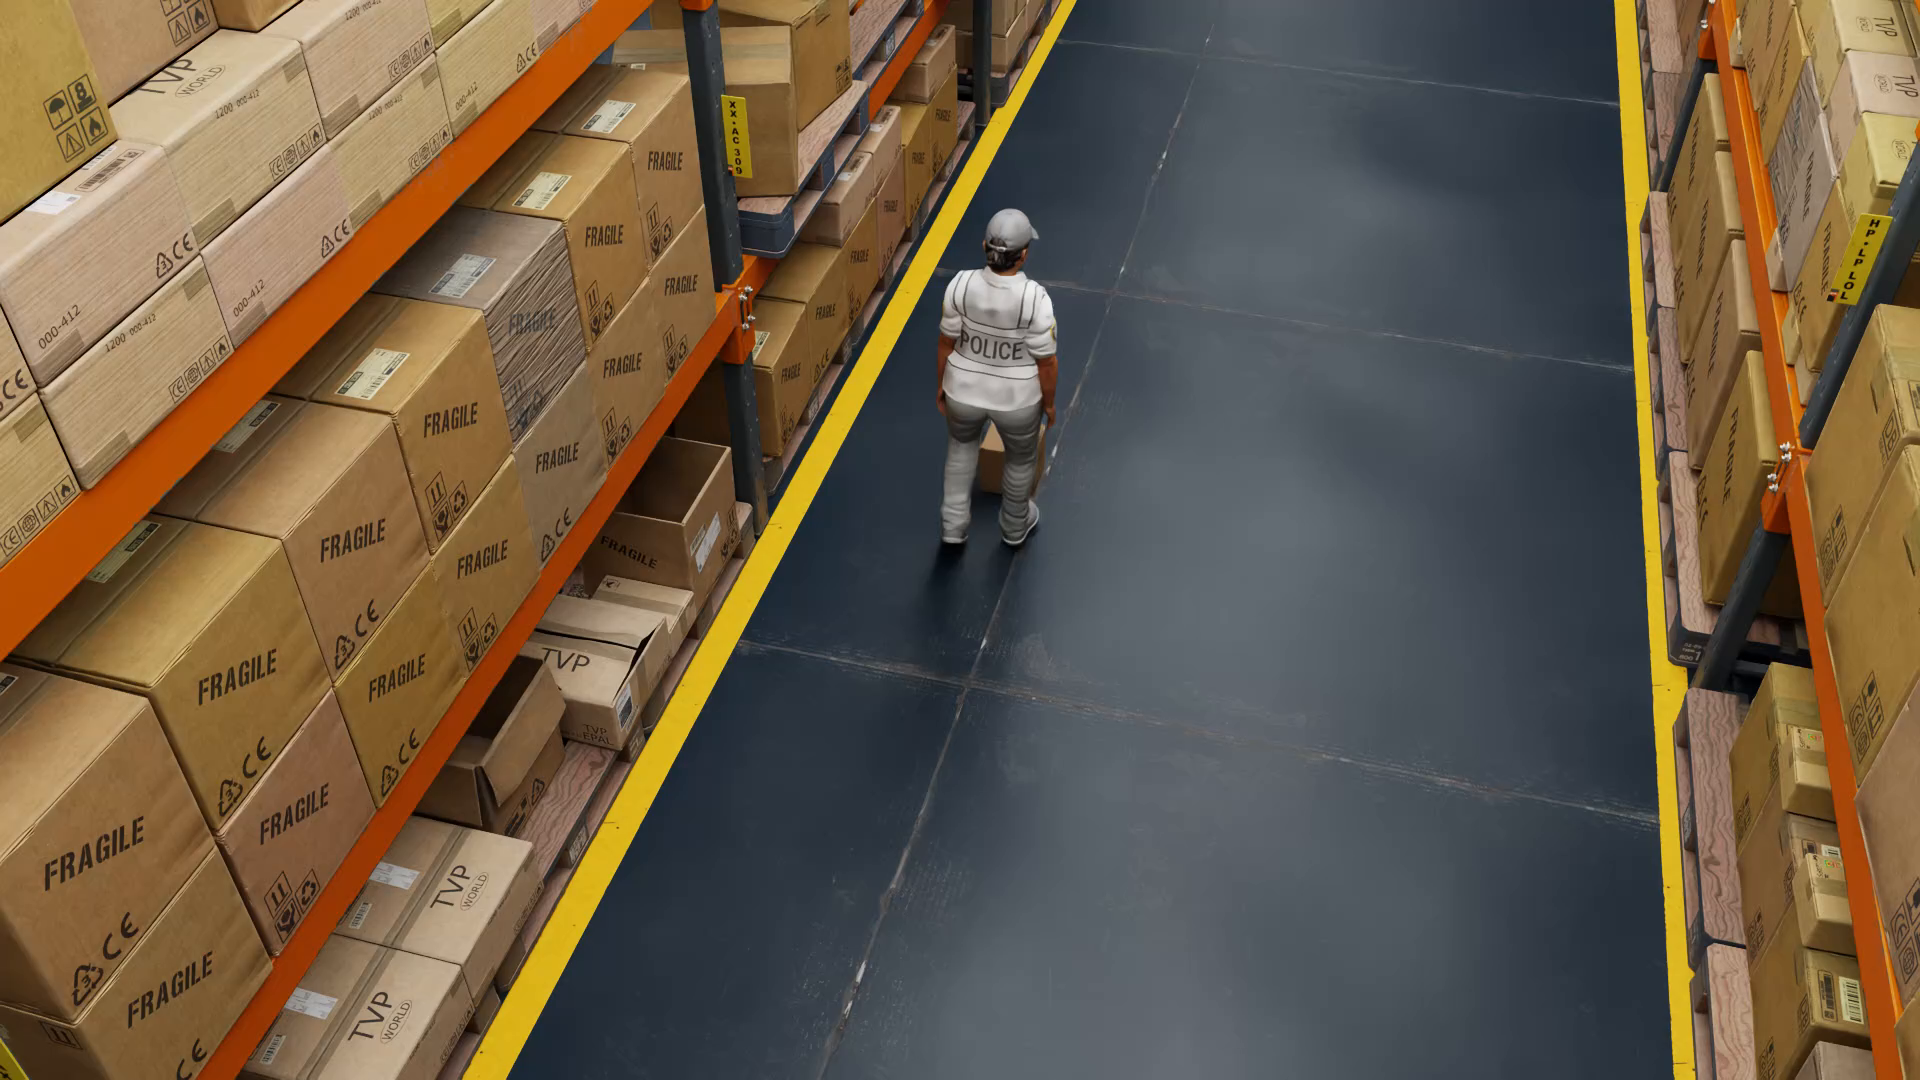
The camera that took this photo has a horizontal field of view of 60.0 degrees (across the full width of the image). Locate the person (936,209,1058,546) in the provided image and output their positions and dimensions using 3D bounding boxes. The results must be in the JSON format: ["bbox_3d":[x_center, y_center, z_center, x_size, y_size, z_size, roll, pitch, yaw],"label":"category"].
[{"bbox_3d":[0.169,-0.625,6.862,0.508,1.696,0.486,10,42,11],"label":"person"}]
